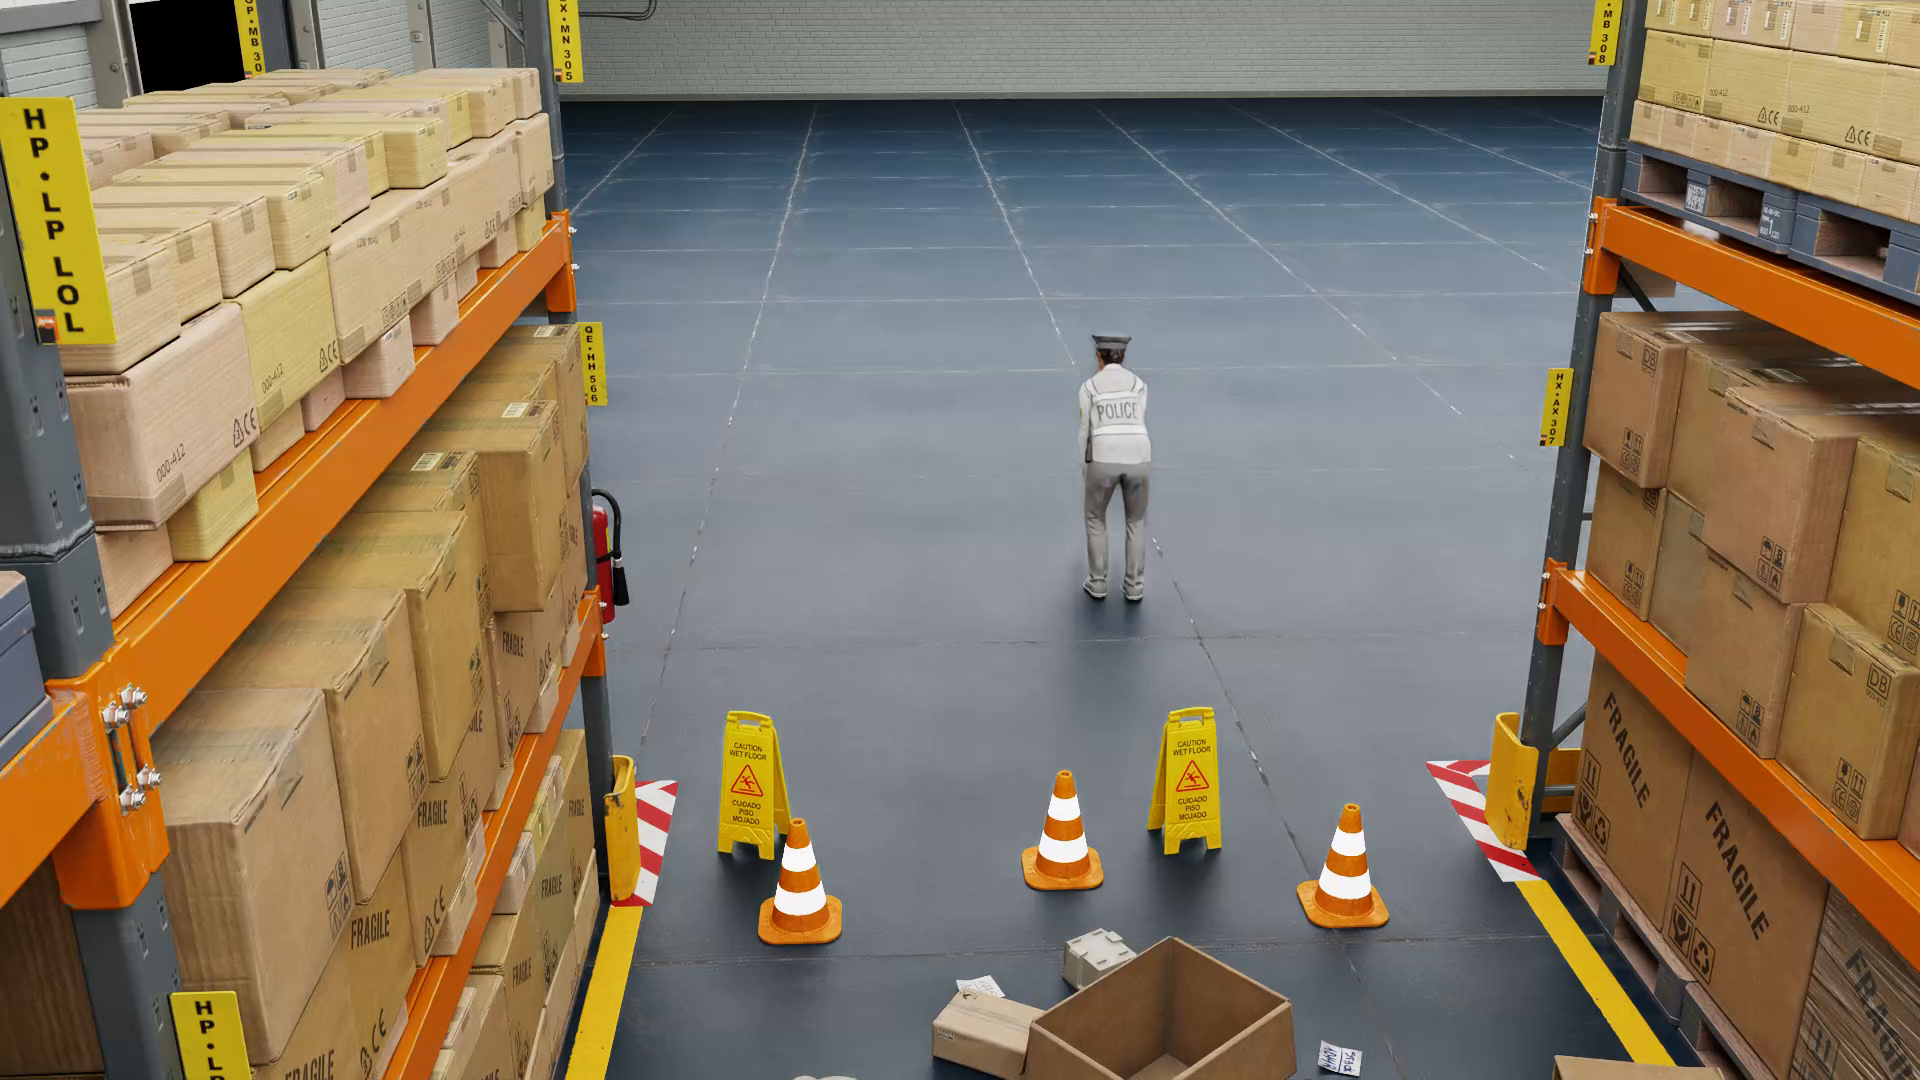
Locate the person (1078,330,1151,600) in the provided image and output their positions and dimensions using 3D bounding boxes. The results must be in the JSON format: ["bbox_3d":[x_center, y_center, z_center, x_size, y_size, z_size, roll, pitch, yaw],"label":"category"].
[{"bbox_3d":[0.905,-0.436,9.886,0.407,1.572,0.623,-1,21,-4],"label":"person"}]
